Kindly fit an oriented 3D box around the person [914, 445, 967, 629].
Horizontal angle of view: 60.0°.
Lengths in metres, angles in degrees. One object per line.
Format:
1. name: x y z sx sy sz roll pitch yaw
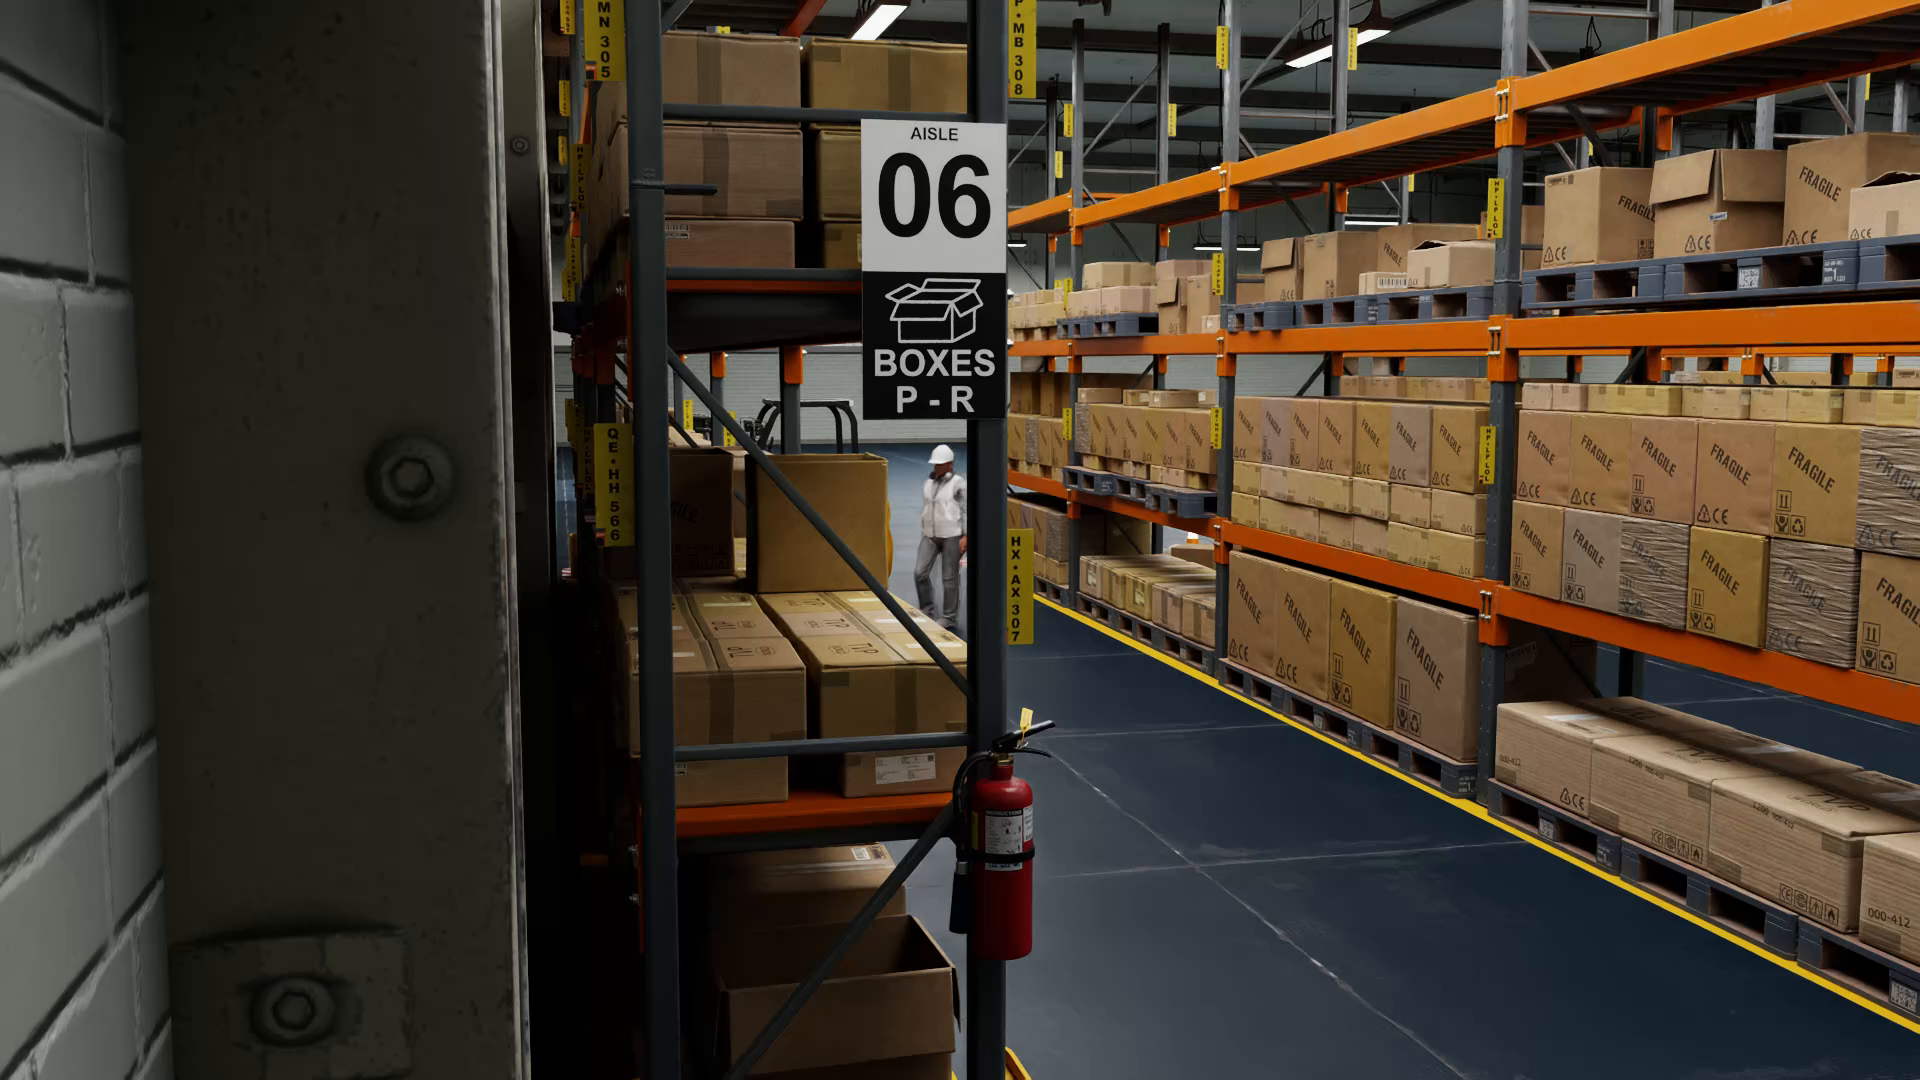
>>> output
1. person: -0.182 -0.005 15.961 0.563 1.811 0.454 3 7 27
